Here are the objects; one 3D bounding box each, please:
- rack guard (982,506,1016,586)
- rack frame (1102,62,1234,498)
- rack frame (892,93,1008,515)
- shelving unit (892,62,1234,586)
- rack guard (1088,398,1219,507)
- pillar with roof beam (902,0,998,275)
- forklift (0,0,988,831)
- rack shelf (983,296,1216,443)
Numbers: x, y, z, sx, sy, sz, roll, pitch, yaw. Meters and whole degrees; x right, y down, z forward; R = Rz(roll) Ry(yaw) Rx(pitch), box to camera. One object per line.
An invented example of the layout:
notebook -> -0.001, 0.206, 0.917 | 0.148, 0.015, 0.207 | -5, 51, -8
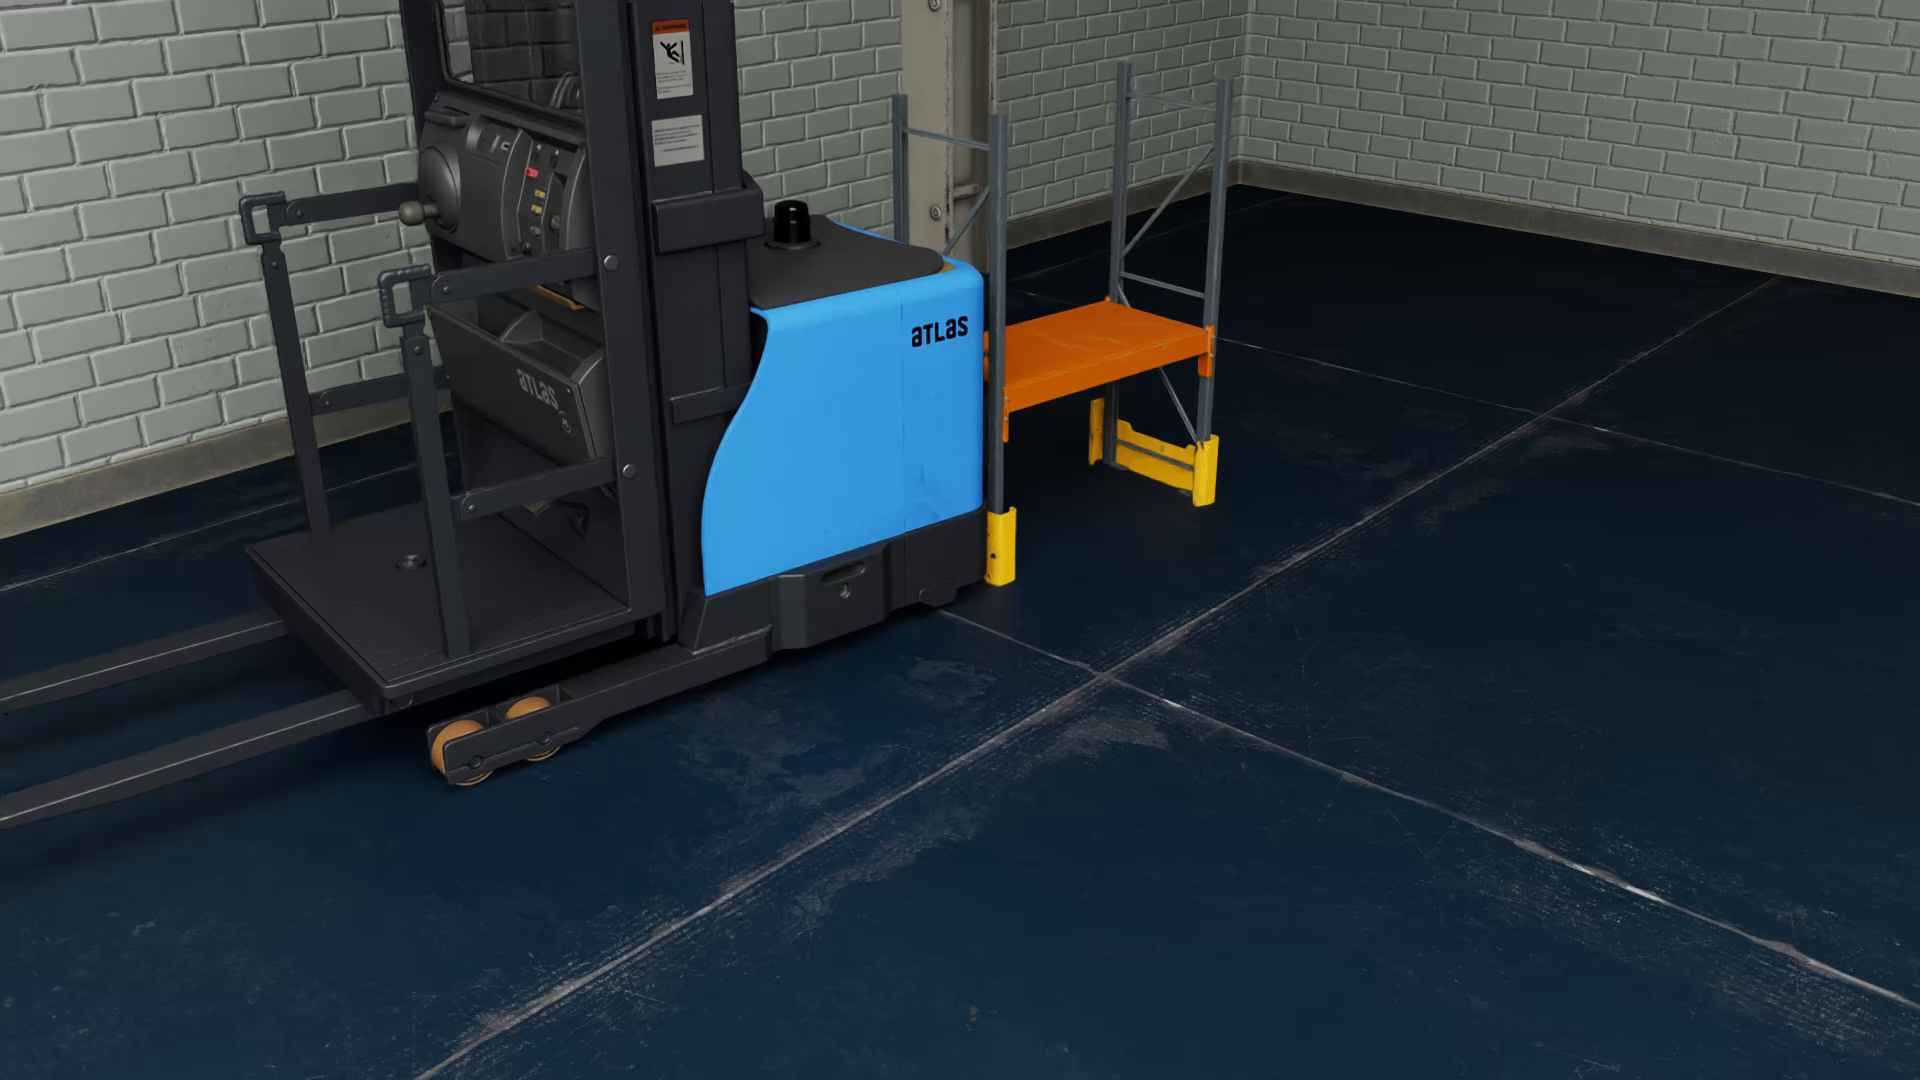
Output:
rack guard -> -0.036, -0.063, 5.584 | 0.087, 0.250, 0.587 | -20, 31, -37
rack frame -> 0.726, -0.908, 5.942 | 0.032, 1.500, 0.500 | -20, 31, -37
rack frame -> -0.037, -0.633, 5.328 | 0.032, 1.500, 0.500 | -20, 31, -37
shelving unit -> 0.338, -0.768, 5.629 | 1.083, 1.500, 0.587 | -20, 31, -37
rack guard -> 0.711, -0.332, 6.186 | 0.087, 0.250, 0.587 | -20, 31, -37
pillar with roof beam -> 3.156, -4.354, 4.461 | 9.100, 9.000, 0.400 | 20, 31, 38
forklift -> -1.378, -0.943, 4.270 | 3.031, 2.935, 1.130 | -18, 30, -35
rack shelf -> 0.345, -0.606, 5.708 | 1.000, 0.185, 0.538 | -20, 31, -37
